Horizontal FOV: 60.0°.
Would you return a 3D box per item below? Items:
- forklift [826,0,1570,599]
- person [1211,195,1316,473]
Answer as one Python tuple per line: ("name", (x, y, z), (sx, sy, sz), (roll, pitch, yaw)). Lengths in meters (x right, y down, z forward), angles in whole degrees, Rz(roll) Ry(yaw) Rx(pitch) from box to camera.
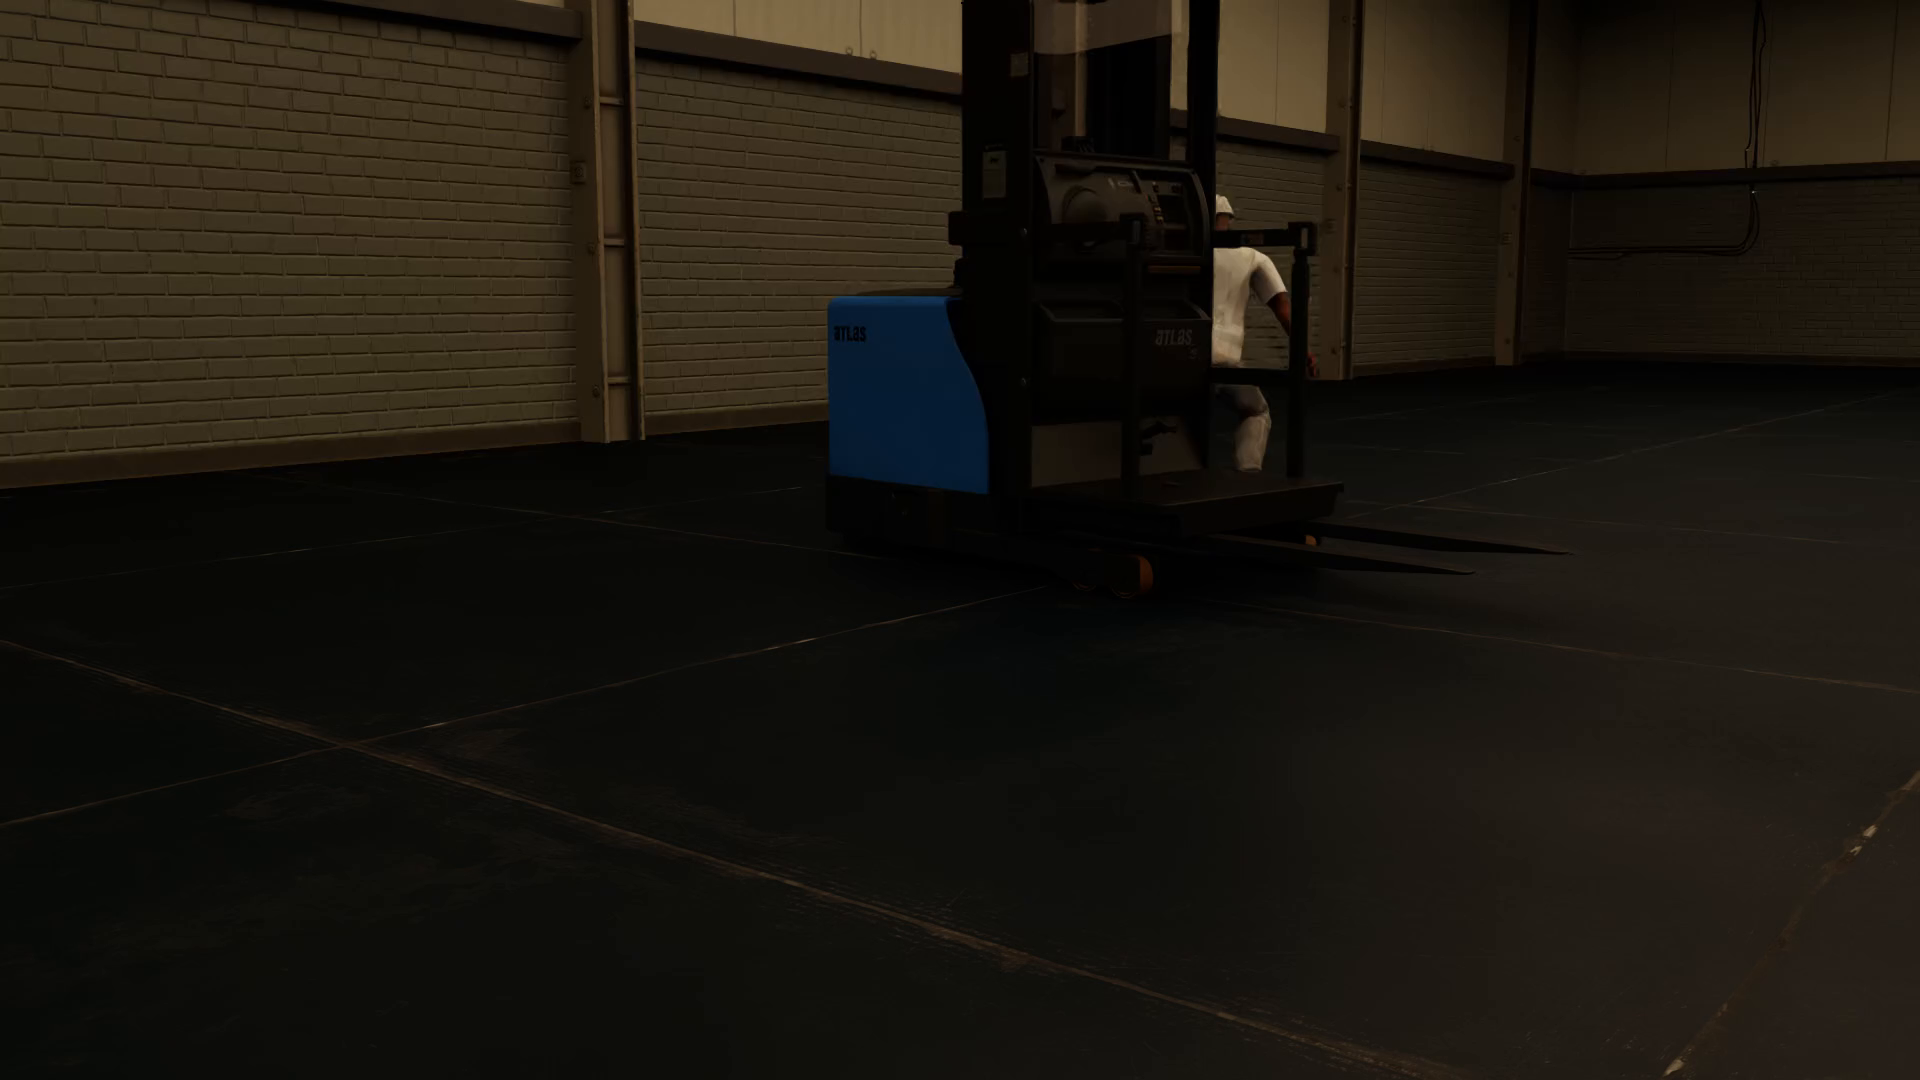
("forklift", (0.788, -1.321, 6.308), (1.130, 2.935, 3.031), (-8, 11, -42))
("person", (1.292, -0.902, 8.336), (1.049, 1.651, 0.508), (4, 9, 23))
